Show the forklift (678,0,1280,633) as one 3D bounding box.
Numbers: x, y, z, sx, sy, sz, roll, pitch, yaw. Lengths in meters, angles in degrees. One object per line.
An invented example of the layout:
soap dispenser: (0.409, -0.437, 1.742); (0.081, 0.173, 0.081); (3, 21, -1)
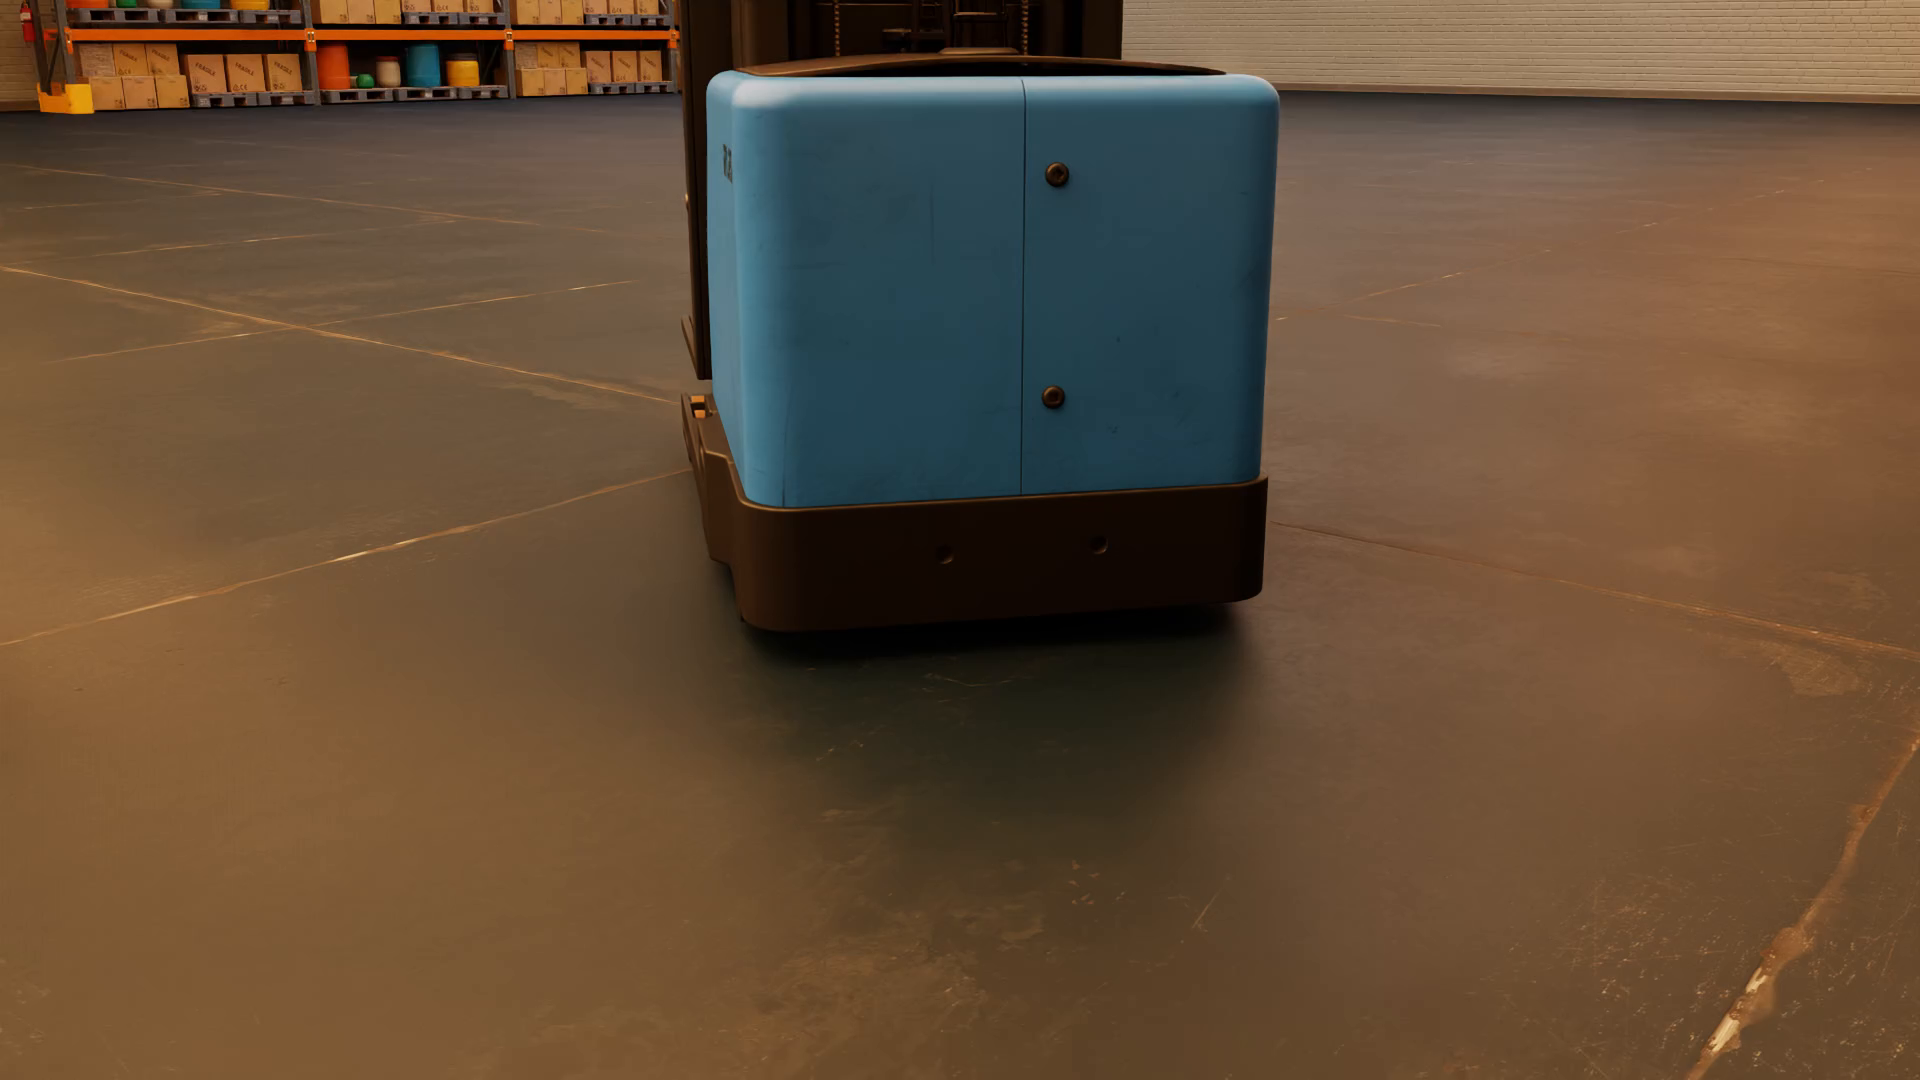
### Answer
forklift: (-0.190, -1.615, 4.216); (1.130, 2.935, 3.031); (-3, 17, -11)
